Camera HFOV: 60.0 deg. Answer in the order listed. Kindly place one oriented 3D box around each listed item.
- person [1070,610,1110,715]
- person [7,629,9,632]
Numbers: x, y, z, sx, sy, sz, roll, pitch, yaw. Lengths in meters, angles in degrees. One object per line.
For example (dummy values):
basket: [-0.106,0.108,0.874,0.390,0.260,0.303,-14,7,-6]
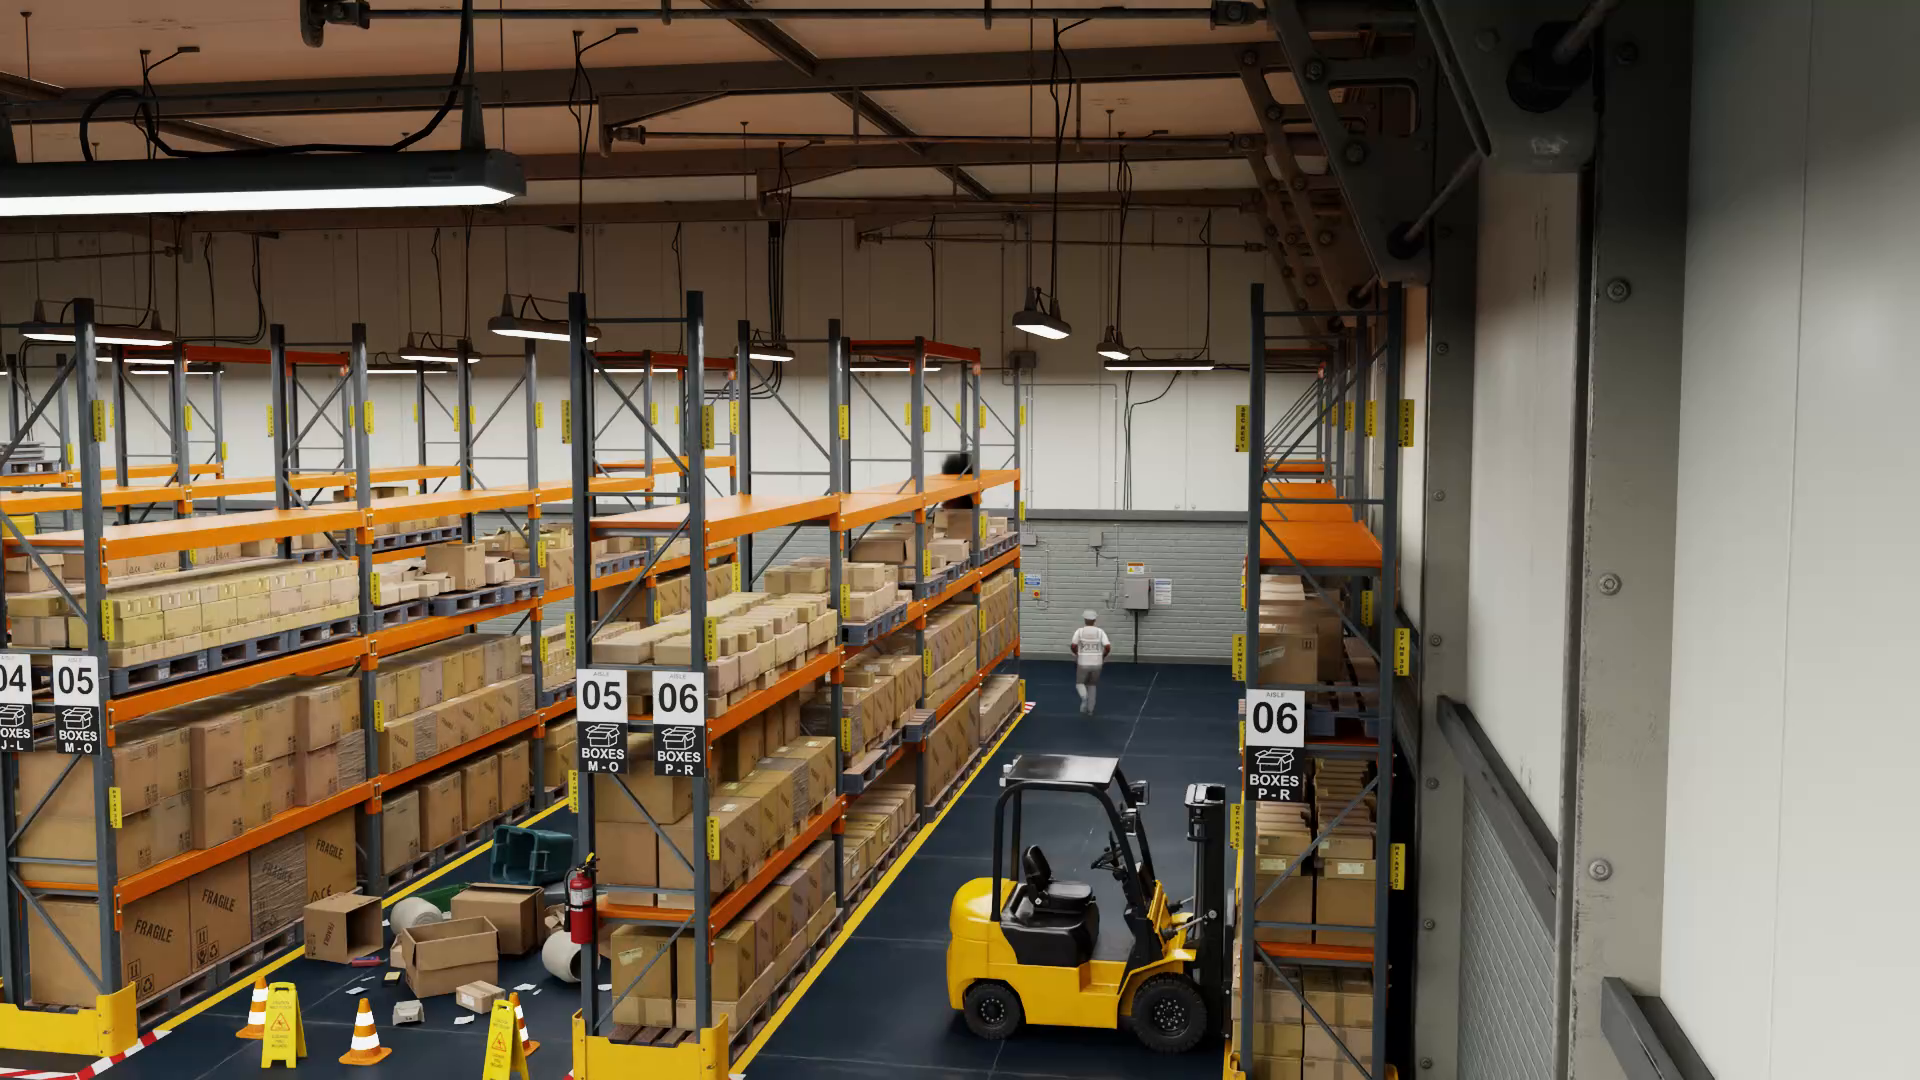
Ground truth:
person: [2.123,2.018,27.226,0.656,1.734,0.605,0,5,-2]
person: [-17.326,1.914,30.048,0.659,1.749,0.867,0,5,1]
